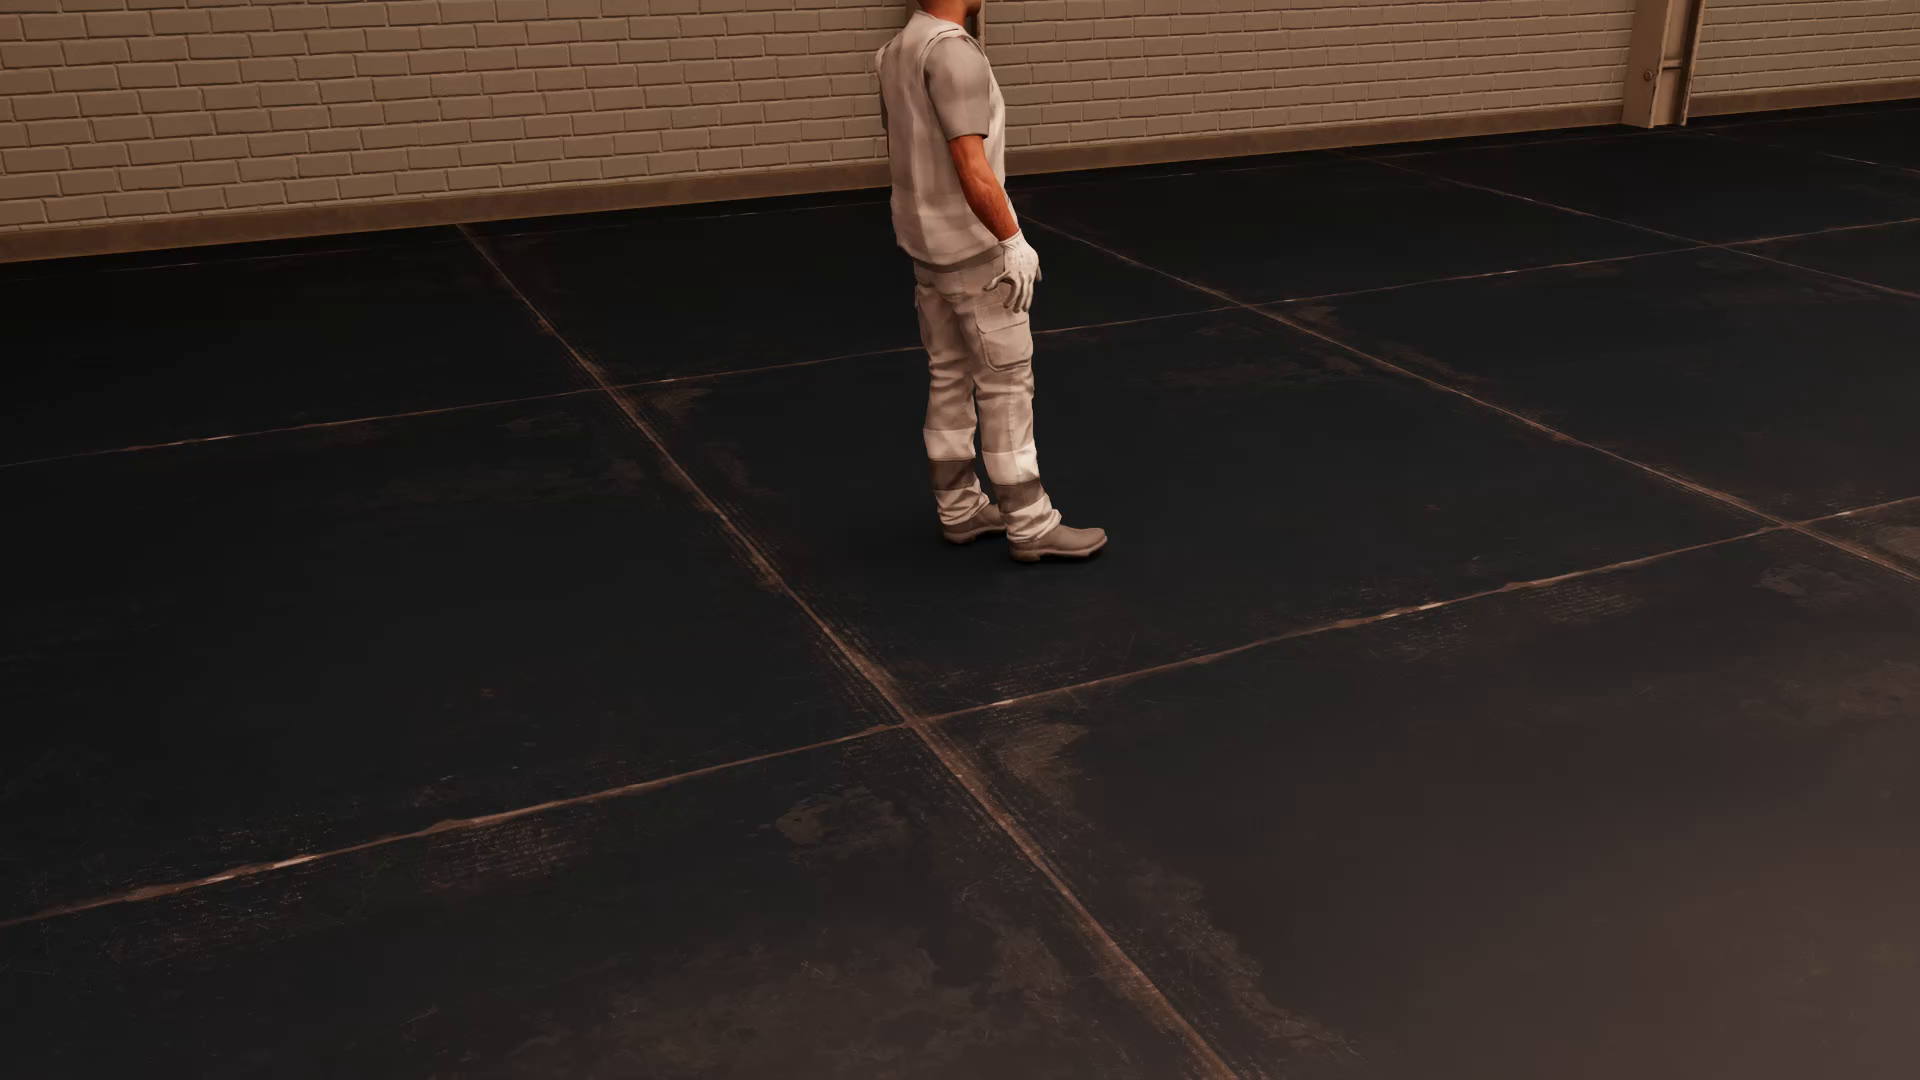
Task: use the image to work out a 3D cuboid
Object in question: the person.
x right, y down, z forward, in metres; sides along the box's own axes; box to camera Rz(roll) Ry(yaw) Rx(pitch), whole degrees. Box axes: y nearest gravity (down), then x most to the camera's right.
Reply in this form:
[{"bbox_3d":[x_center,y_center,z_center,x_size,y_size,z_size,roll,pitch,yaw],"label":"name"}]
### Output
[{"bbox_3d":[0.078,-0.842,4.782,0.562,1.790,0.637,-10,25,-23],"label":"person"}]
